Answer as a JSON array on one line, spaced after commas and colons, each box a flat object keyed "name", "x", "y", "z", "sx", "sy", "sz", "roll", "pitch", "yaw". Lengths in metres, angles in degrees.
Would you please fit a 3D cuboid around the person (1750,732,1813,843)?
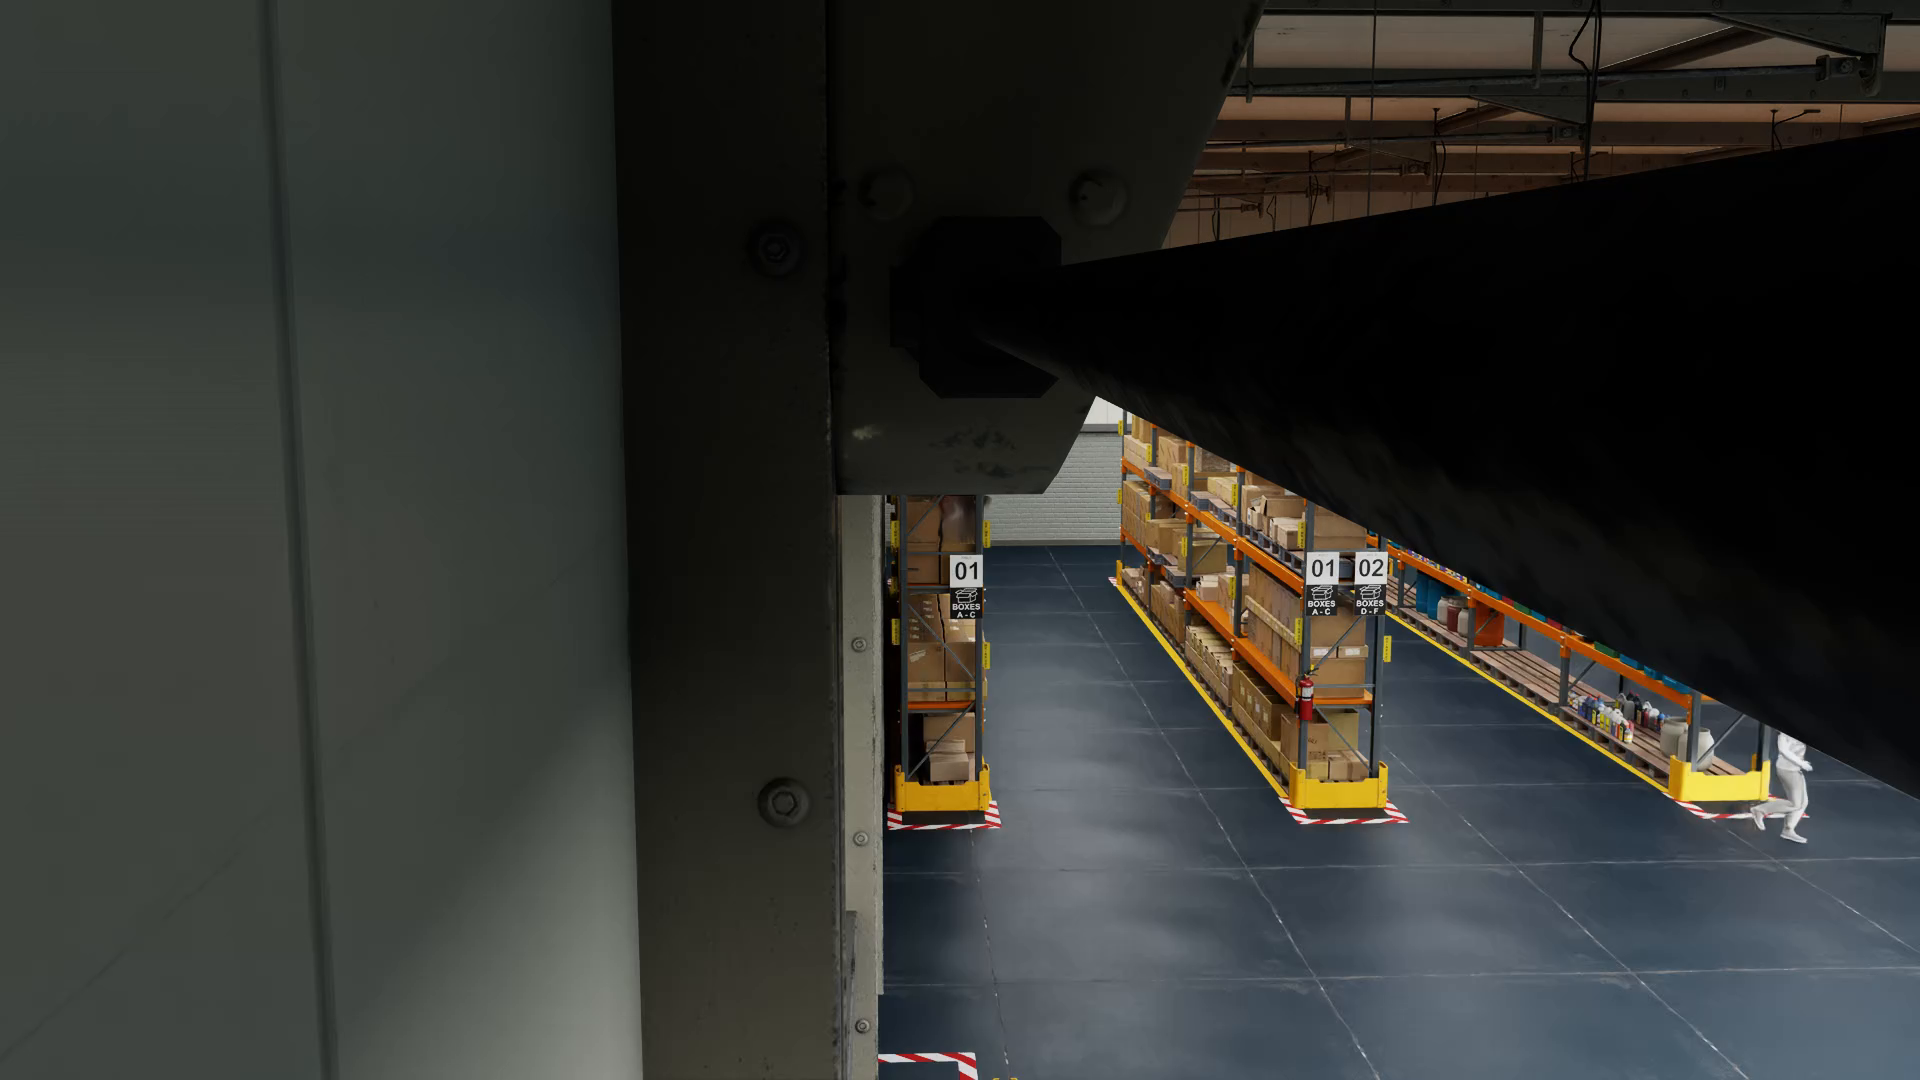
[{"name": "person", "x": 9.635, "y": 2.674, "z": 19.456, "sx": 0.622, "sy": 1.660, "sz": 0.637, "roll": 5, "pitch": 10, "yaw": 29}]
